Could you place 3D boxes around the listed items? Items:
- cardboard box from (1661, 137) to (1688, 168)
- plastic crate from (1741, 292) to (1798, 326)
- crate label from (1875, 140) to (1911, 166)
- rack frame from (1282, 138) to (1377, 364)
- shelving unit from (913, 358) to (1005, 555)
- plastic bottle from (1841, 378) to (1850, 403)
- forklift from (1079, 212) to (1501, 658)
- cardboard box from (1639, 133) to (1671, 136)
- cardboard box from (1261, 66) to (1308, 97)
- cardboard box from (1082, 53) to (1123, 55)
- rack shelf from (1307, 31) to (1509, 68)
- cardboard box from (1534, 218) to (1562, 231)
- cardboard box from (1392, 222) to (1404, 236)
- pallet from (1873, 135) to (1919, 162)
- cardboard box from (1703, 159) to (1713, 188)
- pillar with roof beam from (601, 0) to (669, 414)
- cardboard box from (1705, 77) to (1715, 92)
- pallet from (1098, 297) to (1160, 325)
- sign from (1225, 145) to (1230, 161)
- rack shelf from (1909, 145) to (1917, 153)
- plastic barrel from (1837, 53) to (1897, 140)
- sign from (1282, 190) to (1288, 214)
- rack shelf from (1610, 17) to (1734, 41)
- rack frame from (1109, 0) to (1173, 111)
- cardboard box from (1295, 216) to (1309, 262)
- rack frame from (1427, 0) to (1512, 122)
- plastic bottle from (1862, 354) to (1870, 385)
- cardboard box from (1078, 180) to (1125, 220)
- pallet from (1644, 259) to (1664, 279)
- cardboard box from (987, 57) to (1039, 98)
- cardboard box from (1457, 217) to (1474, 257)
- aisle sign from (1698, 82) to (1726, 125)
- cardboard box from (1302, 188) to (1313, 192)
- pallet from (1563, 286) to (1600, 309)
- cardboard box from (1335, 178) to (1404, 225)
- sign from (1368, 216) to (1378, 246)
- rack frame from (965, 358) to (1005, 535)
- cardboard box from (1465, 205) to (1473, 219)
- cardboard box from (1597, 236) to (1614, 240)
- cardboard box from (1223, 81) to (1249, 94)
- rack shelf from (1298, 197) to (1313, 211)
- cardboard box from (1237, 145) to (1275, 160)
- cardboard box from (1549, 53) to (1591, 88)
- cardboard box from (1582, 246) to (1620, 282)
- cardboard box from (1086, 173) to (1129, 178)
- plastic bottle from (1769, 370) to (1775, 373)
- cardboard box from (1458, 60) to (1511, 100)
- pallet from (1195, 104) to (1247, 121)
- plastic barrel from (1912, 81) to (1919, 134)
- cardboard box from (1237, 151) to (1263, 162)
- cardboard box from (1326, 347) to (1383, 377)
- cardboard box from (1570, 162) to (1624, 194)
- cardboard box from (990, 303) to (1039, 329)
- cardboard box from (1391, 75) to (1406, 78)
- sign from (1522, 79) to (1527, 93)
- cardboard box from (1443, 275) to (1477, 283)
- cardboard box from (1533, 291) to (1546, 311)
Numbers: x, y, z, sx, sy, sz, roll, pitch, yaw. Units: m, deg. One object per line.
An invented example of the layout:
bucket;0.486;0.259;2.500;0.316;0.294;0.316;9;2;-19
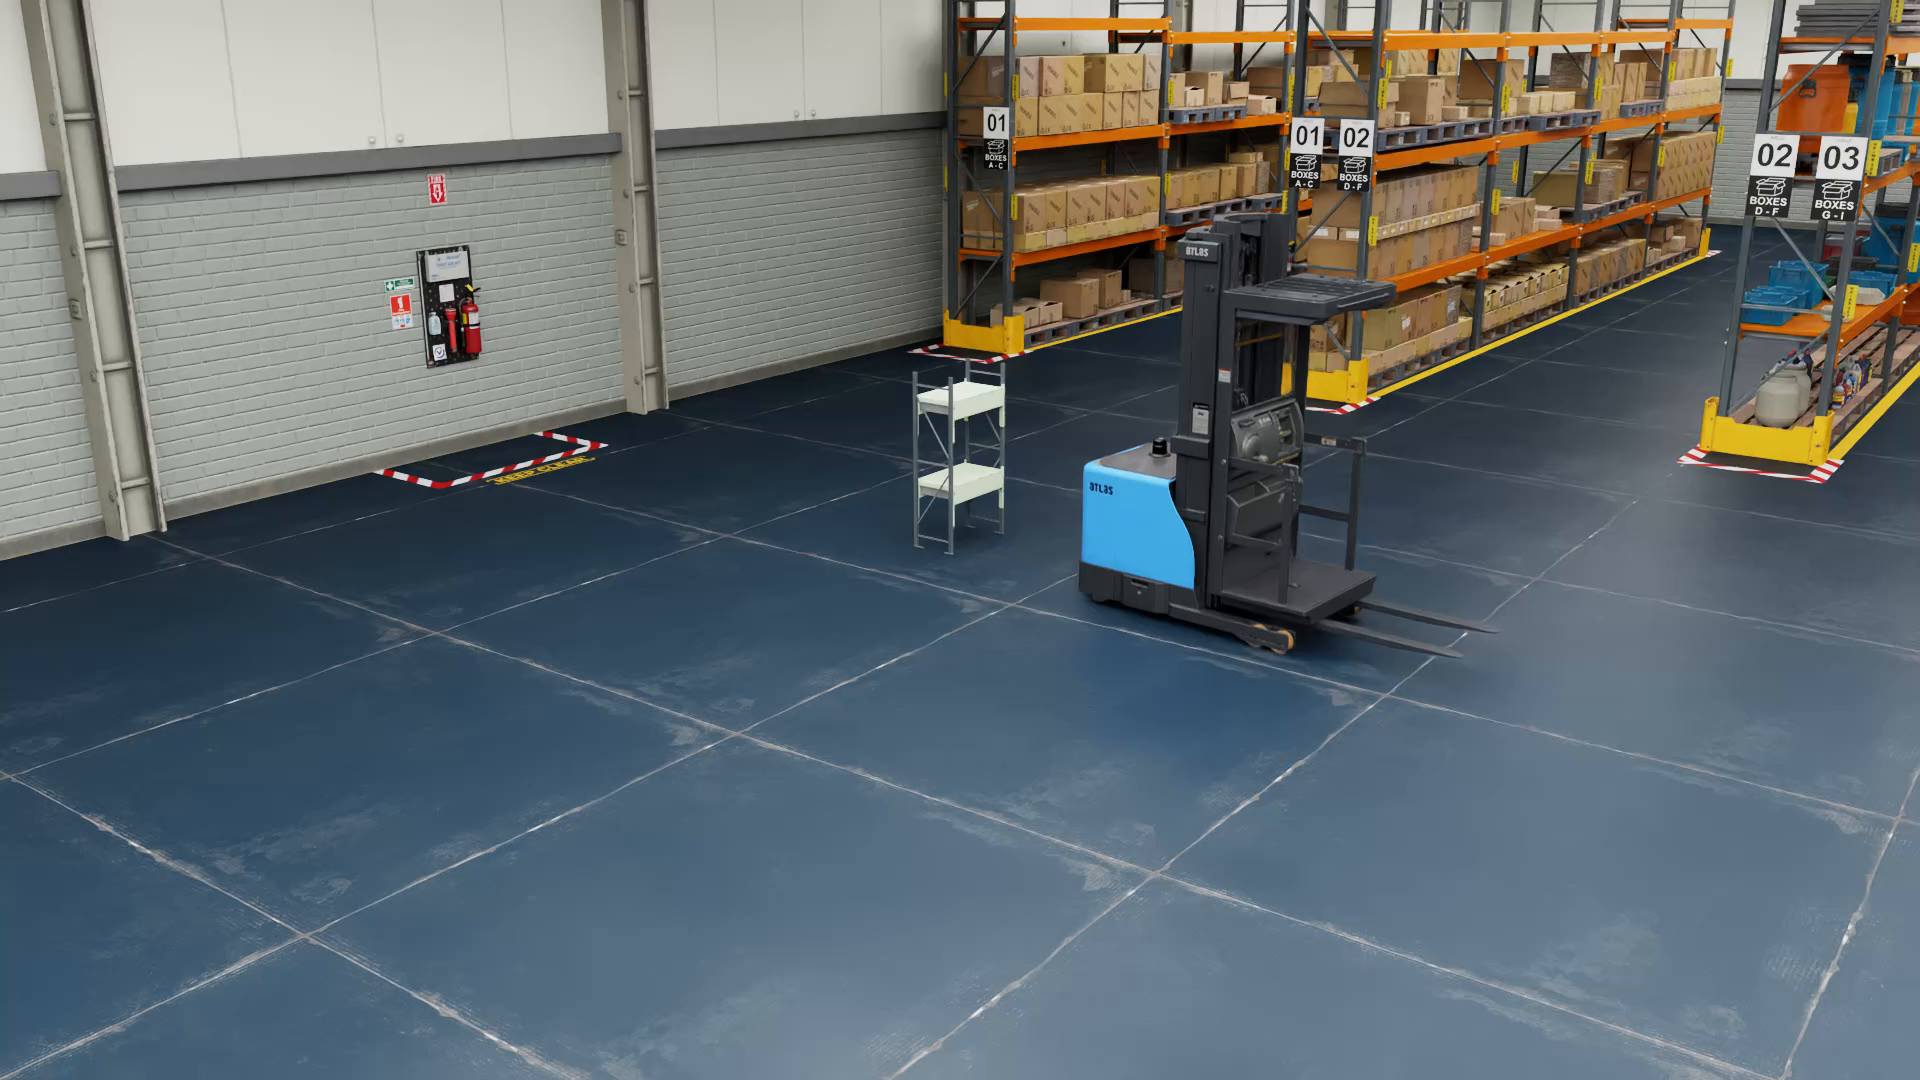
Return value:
cardboard box;12.522;-6.853;29.398;0.500;0.500;0.500;12;21;33
plastic crate;8.285;-2.386;17.121;0.499;0.251;0.616;12;21;35
crate label;9.608;-4.034;17.369;0.502;0.251;0.408;12;21;35
rack frame;4.251;-3.161;19.366;1.000;3.000;0.127;12;21;35
shelving unit;-0.004;-0.715;14.016;0.431;1.500;0.755;12;21;35
plastic bottle;9.762;-1.651;18.360;0.097;0.271;0.097;0;17;0
forklift;2.364;-0.776;11.801;3.031;2.935;1.130;14;22;38
cardboard box;12.701;-7.194;30.498;0.500;0.500;0.500;13;21;35
cardboard box;5.554;-7.893;28.634;0.700;0.500;0.500;11;20;32
cardboard box;2.133;-6.890;24.426;0.500;0.500;0.500;13;21;36
rack shelf;5.443;-5.968;20.176;1.077;0.370;4.000;12;21;35
cardboard box;8.704;-4.684;24.692;0.380;0.149;0.250;12;21;35
cardboard box;5.115;-3.757;20.020;0.380;0.149;0.250;12;21;34
pallet;10.259;-4.391;18.587;1.213;0.211;1.003;12;21;35
cardboard box;13.736;-6.865;31.125;0.500;0.500;0.500;13;22;36
pillar with roof beam;-0.125;-5.031;15.270;9.100;9.000;0.400;12;21;35
cardboard box;13.386;-8.285;30.218;0.500;0.250;0.500;12;21;35
pallet;2.282;-3.491;25.128;1.003;0.211;1.213;12;21;35
sign;4.590;-6.592;28.459;0.100;0.325;0.005;12;21;35
rack shelf;11.802;-4.803;20.808;1.077;0.370;4.000;12;21;35
plastic barrel;9.931;-4.892;18.329;0.600;0.901;0.708;12;21;35
sign;3.824;-3.927;19.479;0.100;0.325;0.005;12;21;35
rack shelf;12.593;-9.016;29.321;1.077;0.370;4.000;12;21;35
rack frame;2.654;-7.854;24.360;1.000;3.000;0.127;12;21;35
cardboard box;5.581;-5.267;29.064;0.750;0.750;0.750;12;21;34
rack frame;6.635;-6.979;21.544;1.000;3.000;0.127;12;21;35
plastic bottle;10.458;-1.979;19.282;0.144;0.351;0.185;12;21;33
cardboard box;2.019;-4.879;23.853;0.500;0.500;0.500;12;21;33
pallet;11.811;-4.851;29.510;1.003;0.211;1.213;12;21;35
cardboard box;0.695;-6.052;21.728;0.500;0.500;0.500;11;20;31
cardboard box;6.375;-4.055;22.075;0.700;0.500;0.500;12;21;33
aisle sign;14.071;-8.176;31.130;0.394;0.787;0.004;12;21;35
cardboard box;5.852;-6.334;28.879;0.500;0.500;0.500;13;22;36
pallet;9.493;-3.906;26.467;1.003;0.211;1.213;12;21;35
cardboard box;4.880;-4.076;19.957;0.700;0.500;0.500;12;21;33
sign;4.693;-3.513;18.906;0.100;0.325;0.005;12;21;35
rack frame;0.214;-0.802;14.297;0.400;1.500;0.023;12;21;35
cardboard box;6.496;-4.310;21.804;0.380;0.149;0.250;12;21;34
cardboard box;10.917;-4.964;28.643;0.500;0.500;0.500;11;21;32
cardboard box;4.424;-7.300;27.434;0.500;0.500;0.500;12;21;35
rack shelf;6.229;-6.074;29.959;1.077;0.370;4.000;12;21;35
cardboard box;5.099;-6.653;28.640;0.500;0.250;0.500;13;22;36
cardboard box;9.283;-7.127;25.225;0.500;0.500;0.500;12;21;35
cardboard box;10.436;-4.511;27.184;0.500;0.500;0.500;12;21;33
cardboard box;2.206;-5.210;24.916;0.500;0.500;0.500;12;21;33
plastic bottle;9.141;-1.765;18.719;0.152;0.276;0.135;13;21;35
cardboard box;7.034;-6.174;22.289;0.500;0.500;0.500;13;21;35
pallet;3.723;-6.707;26.043;1.213;0.211;1.003;12;21;35
plastic barrel;11.940;-5.515;21.164;0.600;0.830;0.708;12;21;35
cardboard box;4.856;-6.421;27.860;0.380;0.149;0.250;9;20;28
cardboard box;4.749;-2.137;19.996;0.500;0.250;0.500;12;21;35
cardboard box;10.581;-6.020;27.693;0.500;0.500;0.700;-16;23;-42
cardboard box;0.755;-3.111;22.995;0.500;0.311;0.500;10;20;29
cardboard box;8.044;-8.621;31.266;0.500;0.250;0.500;12;21;35
sign;8.583;-6.843;25.291;0.100;0.325;0.005;12;21;35
cardboard box;7.250;-3.660;23.954;0.500;0.311;0.500;12;21;35
cardboard box;8.294;-3.543;24.524;0.500;0.250;0.500;13;21;36
